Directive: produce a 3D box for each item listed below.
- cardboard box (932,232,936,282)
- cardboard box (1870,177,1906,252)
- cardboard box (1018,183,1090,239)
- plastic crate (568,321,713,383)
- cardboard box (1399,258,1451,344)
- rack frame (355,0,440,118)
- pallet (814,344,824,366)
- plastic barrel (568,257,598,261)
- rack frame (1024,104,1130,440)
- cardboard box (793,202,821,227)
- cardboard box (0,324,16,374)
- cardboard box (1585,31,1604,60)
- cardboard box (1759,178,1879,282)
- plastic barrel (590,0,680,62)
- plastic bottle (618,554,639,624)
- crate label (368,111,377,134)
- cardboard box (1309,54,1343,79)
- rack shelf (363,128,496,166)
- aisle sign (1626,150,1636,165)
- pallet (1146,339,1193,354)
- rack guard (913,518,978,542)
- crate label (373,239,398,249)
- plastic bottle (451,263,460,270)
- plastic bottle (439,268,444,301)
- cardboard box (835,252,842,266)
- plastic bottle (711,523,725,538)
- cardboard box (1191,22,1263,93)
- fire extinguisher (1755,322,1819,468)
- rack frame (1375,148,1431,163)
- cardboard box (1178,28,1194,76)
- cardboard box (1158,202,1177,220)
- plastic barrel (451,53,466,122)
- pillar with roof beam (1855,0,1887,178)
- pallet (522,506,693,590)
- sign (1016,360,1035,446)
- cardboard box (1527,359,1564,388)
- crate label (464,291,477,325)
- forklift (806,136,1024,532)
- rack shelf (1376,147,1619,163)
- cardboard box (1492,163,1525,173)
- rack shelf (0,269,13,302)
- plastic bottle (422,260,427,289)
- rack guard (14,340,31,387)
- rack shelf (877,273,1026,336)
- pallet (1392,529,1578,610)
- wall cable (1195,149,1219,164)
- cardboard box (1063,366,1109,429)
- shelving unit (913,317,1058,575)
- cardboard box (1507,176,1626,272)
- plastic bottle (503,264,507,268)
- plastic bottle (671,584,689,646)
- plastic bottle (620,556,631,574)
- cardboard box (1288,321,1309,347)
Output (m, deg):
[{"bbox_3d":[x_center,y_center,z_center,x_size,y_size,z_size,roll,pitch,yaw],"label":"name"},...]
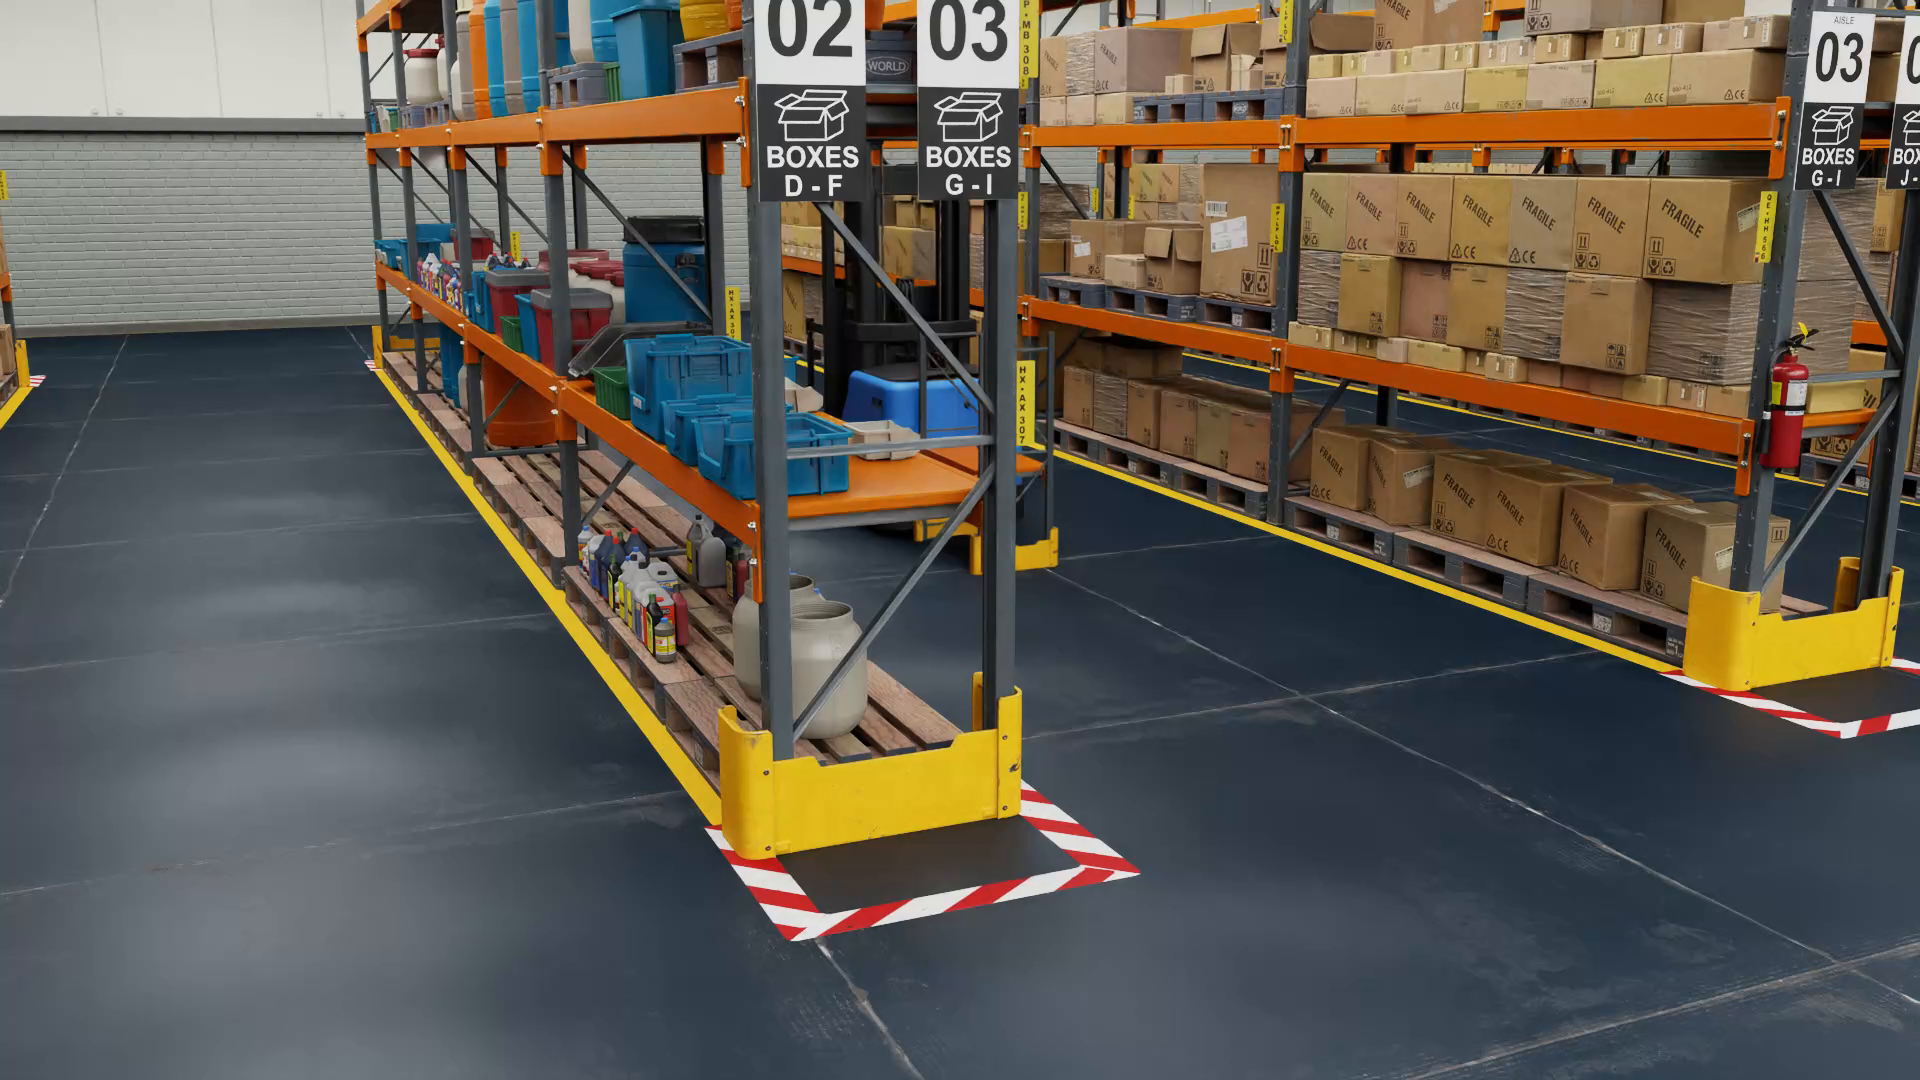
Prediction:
[{"bbox_3d":[0.034,-2.883,16.952,0.500,0.500,0.500,-5,14,-22],"label":"cardboard box"},{"bbox_3d":[7.371,-2.559,13.049,0.875,0.550,0.550,-6,14,-23],"label":"cardboard box"},{"bbox_3d":[0.789,-3.129,15.790,0.797,0.503,0.637,-5,14,-21],"label":"cardboard box"},{"bbox_3d":[-1.775,-1.015,9.242,0.767,0.338,0.504,-6,14,-23],"label":"plastic crate"},{"bbox_3d":[3.254,-1.507,10.347,0.875,0.500,0.500,-6,14,-23],"label":"cardboard box"},{"bbox_3d":[-6.675,-6.567,19.787,1.000,3.000,0.127,-6,14,-23],"label":"rack frame"},{"bbox_3d":[-1.260,-2.323,20.940,1.003,0.211,1.213,-6,14,-23],"label":"pallet"},{"bbox_3d":[-2.863,-1.853,12.475,0.421,0.512,0.421,0,13,0],"label":"plastic barrel"},{"bbox_3d":[1.067,-2.439,15.255,1.000,3.000,0.127,-6,14,-23],"label":"rack frame"},{"bbox_3d":[-1.779,-4.196,20.855,0.500,0.500,0.500,-6,14,-24],"label":"cardboard box"},{"bbox_3d":[-10.772,-2.104,18.377,0.500,0.500,0.500,-6,14,-23],"label":"cardboard box"},{"bbox_3d":[3.561,-2.621,8.838,0.380,0.149,0.250,-5,14,-22],"label":"cardboard box"},{"bbox_3d":[4.301,-1.605,8.554,0.500,0.500,0.500,-6,14,-23],"label":"cardboard box"},{"bbox_3d":[-1.568,-2.860,8.379,0.600,0.901,0.708,-6,14,-23],"label":"plastic barrel"},{"bbox_3d":[-1.679,0.242,8.570,0.144,0.351,0.185,-6,14,-23],"label":"plastic bottle"},{"bbox_3d":[-6.602,-4.813,19.193,0.408,0.251,0.502,-6,14,-23],"label":"crate label"},{"bbox_3d":[2.518,-3.100,10.908,0.380,0.149,0.250,-6,14,-25],"label":"cardboard box"},{"bbox_3d":[-5.874,-4.342,18.421,1.077,0.370,4.000,-6,14,-23],"label":"rack shelf"},{"bbox_3d":[11.193,-6.690,27.858,0.394,0.787,0.004,-6,14,-23],"label":"aisle sign"},{"bbox_3d":[3.256,-2.722,22.662,1.003,0.211,1.213,-6,14,-23],"label":"pallet"},{"bbox_3d":[-0.037,-0.140,11.421,0.587,0.250,0.087,-5,14,-22],"label":"rack guard"},{"bbox_3d":[-6.878,-3.511,20.127,0.416,0.233,0.303,-6,14,-23],"label":"crate label"},{"bbox_3d":[-4.726,-2.450,15.578,0.152,0.276,0.135,-6,14,-23],"label":"plastic bottle"},{"bbox_3d":[-4.609,-2.282,14.835,0.061,0.283,0.133,-6,14,-23],"label":"plastic bottle"},{"bbox_3d":[-1.266,-3.336,19.687,0.380,0.149,0.250,-5,14,-22],"label":"cardboard box"},{"bbox_3d":[-1.346,0.018,9.538,0.144,0.351,0.185,-6,14,-24],"label":"plastic bottle"},{"bbox_3d":[2.194,-3.629,12.586,0.797,0.503,0.637,-5,14,-21],"label":"cardboard box"},{"bbox_3d":[3.896,-0.683,7.841,0.296,0.674,0.183,-6,14,-23],"label":"fire extinguisher"},{"bbox_3d":[6.943,-4.987,26.264,1.000,3.000,0.127,-6,14,-23],"label":"rack frame"},{"bbox_3d":[1.887,-3.908,13.620,0.500,0.500,0.500,-5,14,-22],"label":"cardboard box"},{"bbox_3d":[3.007,-4.279,22.326,0.500,0.500,0.500,-6,14,-24],"label":"cardboard box"},{"bbox_3d":[-3.627,-3.416,12.575,0.421,0.512,0.421,0,13,0],"label":"plastic barrel"},{"bbox_3d":[9.694,-7.369,23.251,9.100,9.000,0.400,-6,14,-23],"label":"pillar with roof beam"},{"bbox_3d":[-2.219,0.035,10.752,1.003,0.211,1.213,-6,14,-23],"label":"pallet"},{"bbox_3d":[0.240,-0.522,6.361,0.100,0.325,0.005,-6,14,-23],"label":"sign"},{"bbox_3d":[3.453,-0.961,9.426,0.380,0.149,0.250,-6,14,-23],"label":"cardboard box"},{"bbox_3d":[-3.645,-1.789,12.819,0.303,0.233,0.416,-6,14,-23],"label":"crate label"},{"bbox_3d":[-0.581,-1.776,12.543,1.130,2.935,3.031,-5,14,-22],"label":"forklift"},{"bbox_3d":[7.744,-5.685,24.222,1.077,0.370,4.000,-6,14,-23],"label":"rack shelf"},{"bbox_3d":[7.782,-5.263,23.580,0.380,0.149,0.250,-6,14,-23],"label":"cardboard box"},{"bbox_3d":[-10.414,-2.434,16.830,1.077,0.370,4.000,-6,14,-23],"label":"rack shelf"},{"bbox_3d":[-5.162,-2.571,16.112,0.097,0.271,0.097,0,13,0],"label":"plastic bottle"},{"bbox_3d":[-11.185,-1.964,18.748,1.175,0.500,0.348,-6,14,-23],"label":"rack guard"},{"bbox_3d":[0.266,-2.502,17.122,1.077,0.370,4.000,-6,14,-23],"label":"rack shelf"},{"bbox_3d":[3.464,0.134,10.323,1.003,0.211,1.213,-6,14,-23],"label":"pallet"},{"bbox_3d":[4.663,-6.660,31.170,0.585,1.953,0.123,-6,14,-23],"label":"wall cable"},{"bbox_3d":[1.354,-1.299,14.897,0.700,0.500,0.500,-6,15,-26],"label":"cardboard box"},{"bbox_3d":[0.153,-0.645,10.831,0.587,1.500,1.083,-5,14,-22],"label":"shelving unit"},{"bbox_3d":[3.422,-1.764,9.242,0.500,0.500,0.500,-6,14,-23],"label":"cardboard box"},{"bbox_3d":[-4.231,-2.433,15.513,0.097,0.271,0.097,0,13,0],"label":"plastic bottle"},{"bbox_3d":[-1.382,0.366,8.184,0.061,0.283,0.133,-6,14,-23],"label":"plastic bottle"},{"bbox_3d":[-1.756,0.220,8.842,0.097,0.271,0.097,0,13,0],"label":"plastic bottle"},{"bbox_3d":[2.480,-1.419,11.404,0.380,0.149,0.250,-6,14,-23],"label":"cardboard box"}]
